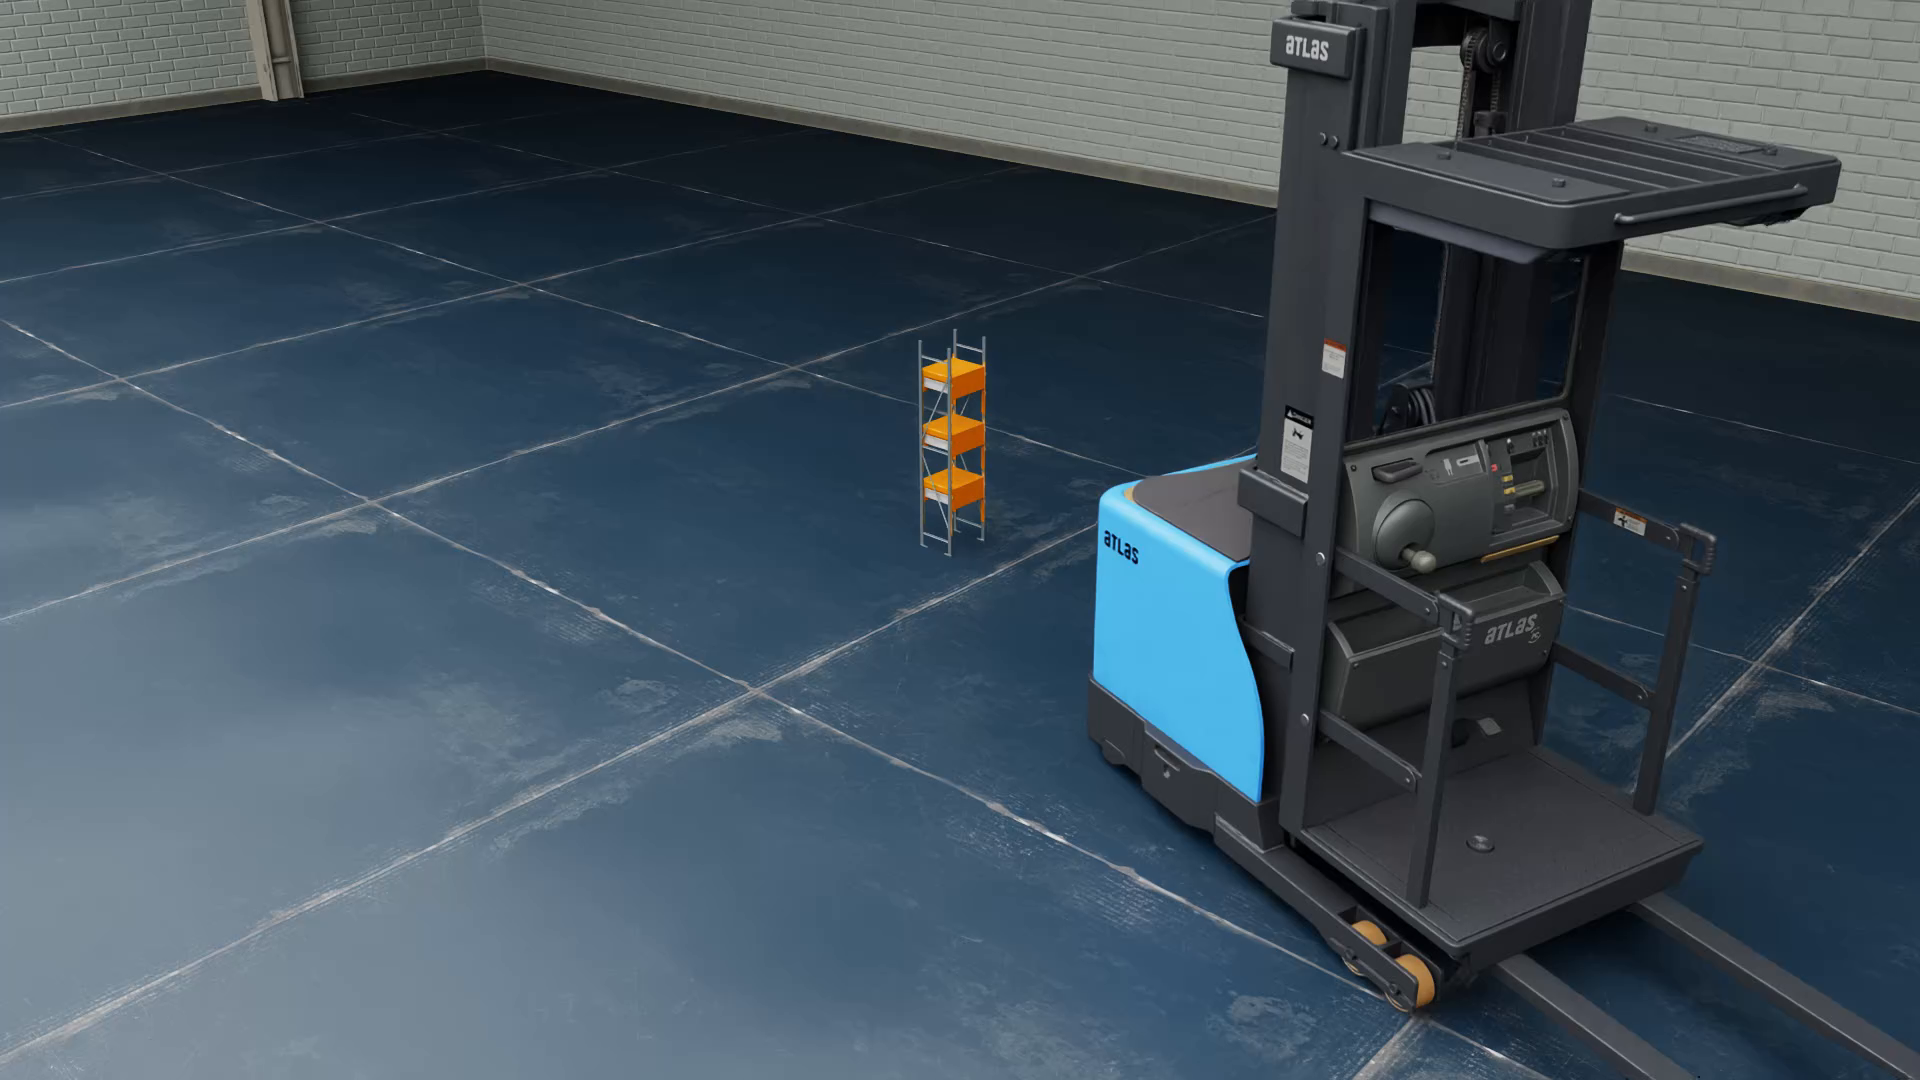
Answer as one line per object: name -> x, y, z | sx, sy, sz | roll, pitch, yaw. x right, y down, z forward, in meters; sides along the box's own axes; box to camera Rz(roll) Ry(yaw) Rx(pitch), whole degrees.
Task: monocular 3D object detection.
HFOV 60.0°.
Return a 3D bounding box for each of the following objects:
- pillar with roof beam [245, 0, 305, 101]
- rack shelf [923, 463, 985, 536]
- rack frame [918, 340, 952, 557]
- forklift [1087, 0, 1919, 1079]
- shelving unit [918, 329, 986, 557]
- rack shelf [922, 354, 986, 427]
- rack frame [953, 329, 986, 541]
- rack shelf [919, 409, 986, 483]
pillar with roof beam -> -5.043, -8.320, 15.807 | 9.100, 9.000, 0.400 | 20, 31, 38
rack shelf -> -0.036, -0.199, 8.117 | 0.215, 0.259, 0.240 | 20, 31, 38
rack frame -> -0.117, -0.426, 7.916 | 0.200, 1.050, 0.008 | 20, 31, 38
forklift -> 1.656, -0.120, 4.935 | 1.130, 2.935, 3.031 | -13, 27, -27
shelving unit -> -0.036, -0.463, 7.999 | 0.215, 1.050, 0.252 | 20, 31, 38
rack shelf -> -0.036, -0.712, 7.887 | 0.215, 0.259, 0.240 | 20, 31, 38
rack frame -> 0.046, -0.500, 8.082 | 0.200, 1.050, 0.008 | 20, 31, 38
rack shelf -> -0.036, -0.453, 8.003 | 0.215, 0.259, 0.240 | 20, 31, 38
